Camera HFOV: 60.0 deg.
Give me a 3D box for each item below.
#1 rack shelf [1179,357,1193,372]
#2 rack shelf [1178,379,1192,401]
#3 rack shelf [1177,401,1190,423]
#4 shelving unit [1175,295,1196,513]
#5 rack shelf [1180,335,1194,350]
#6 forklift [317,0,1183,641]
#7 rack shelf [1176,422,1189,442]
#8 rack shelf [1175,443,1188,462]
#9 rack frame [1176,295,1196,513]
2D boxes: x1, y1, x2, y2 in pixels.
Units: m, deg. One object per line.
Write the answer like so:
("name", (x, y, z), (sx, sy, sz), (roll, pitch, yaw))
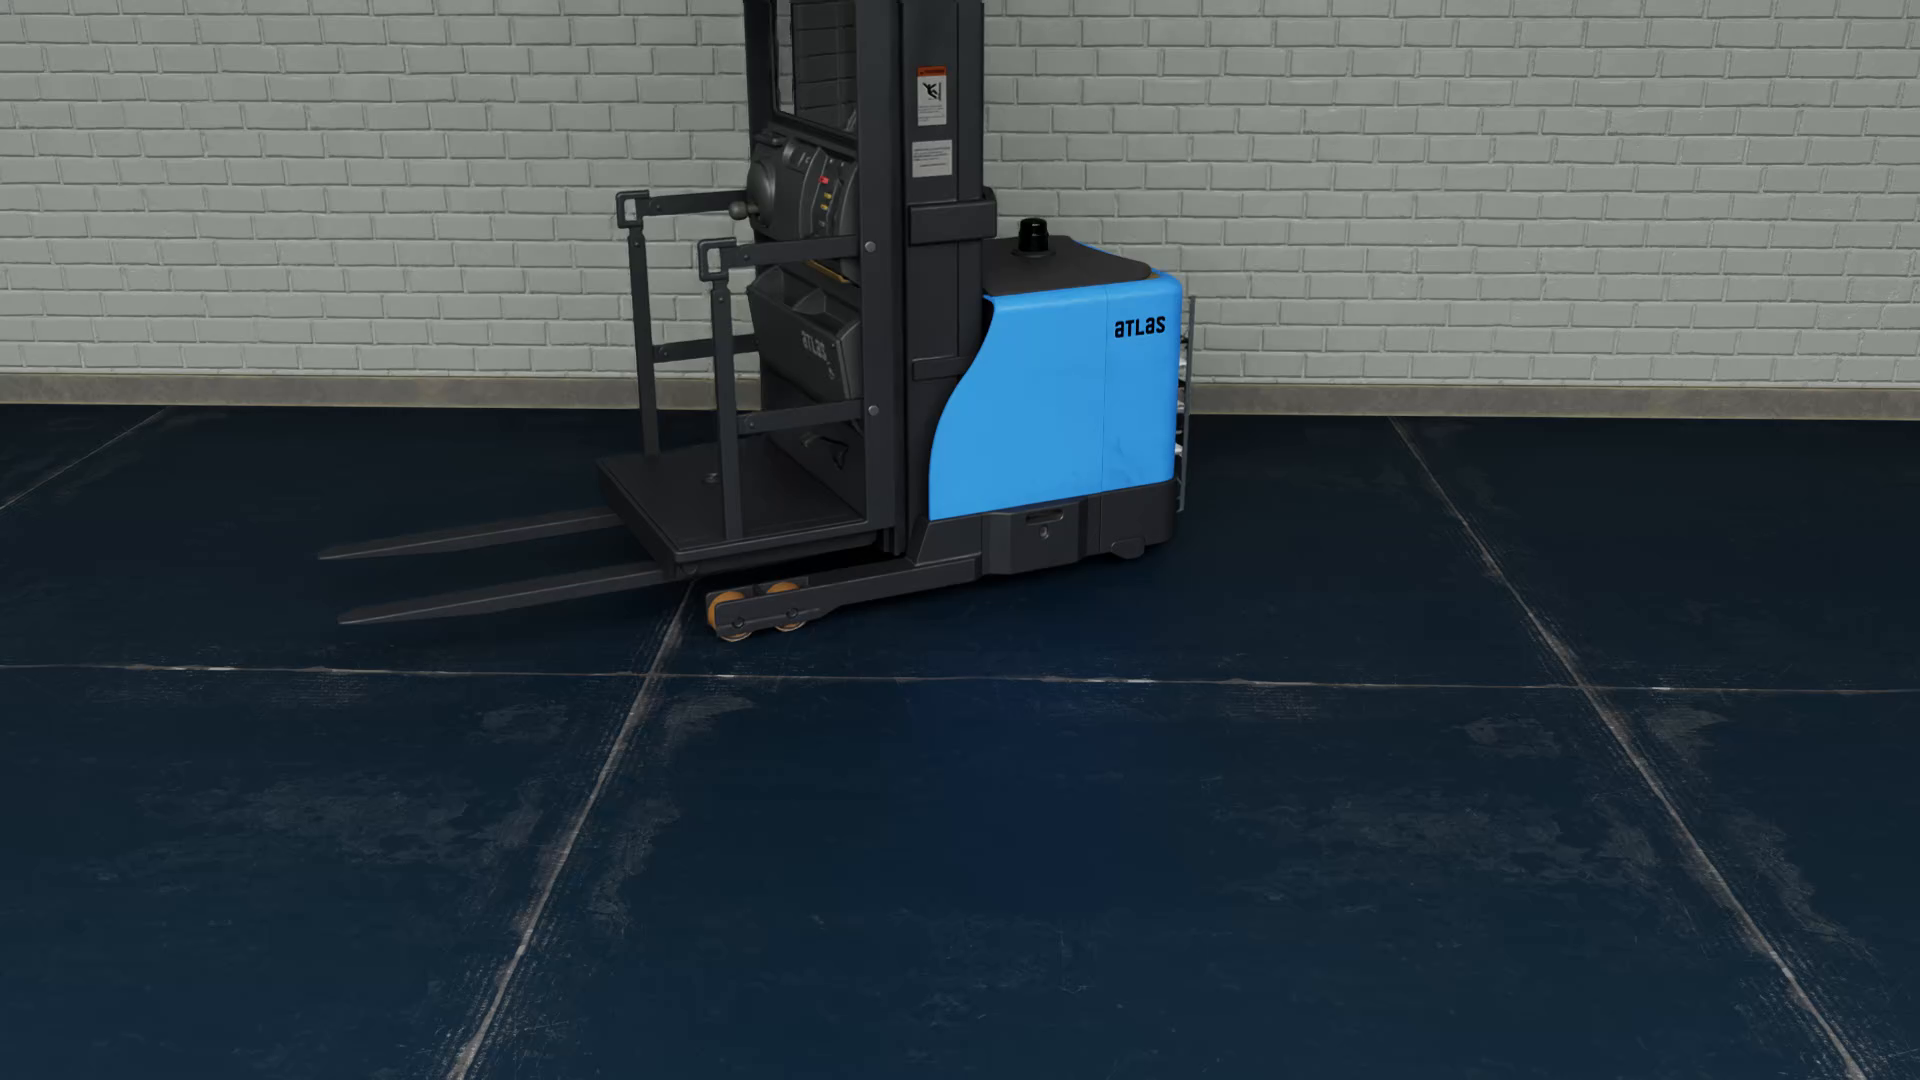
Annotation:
("rack shelf", (0.768, -0.690, 6.658), (0.258, 0.077, 0.200), (-10, 23, -24))
("rack shelf", (0.768, -0.607, 6.690), (0.258, 0.077, 0.200), (-10, 23, -24))
("rack shelf", (0.767, -0.523, 6.723), (0.258, 0.077, 0.200), (-10, 23, -24))
("shelving unit", (0.767, -0.554, 6.711), (0.258, 0.900, 0.210), (-10, 23, -24))
("rack shelf", (0.768, -0.774, 6.625), (0.258, 0.077, 0.200), (-10, 23, -24))
("forklift", (-0.732, -1.240, 5.673), (3.031, 2.935, 1.130), (-10, 23, -24))
("rack shelf", (0.767, -0.439, 6.755), (0.258, 0.077, 0.200), (-10, 23, -24))
("rack shelf", (0.767, -0.355, 6.788), (0.258, 0.077, 0.200), (-10, 23, -24))
("rack frame", (0.811, -0.520, 6.625), (0.240, 0.900, 0.006), (-10, 23, -24))
